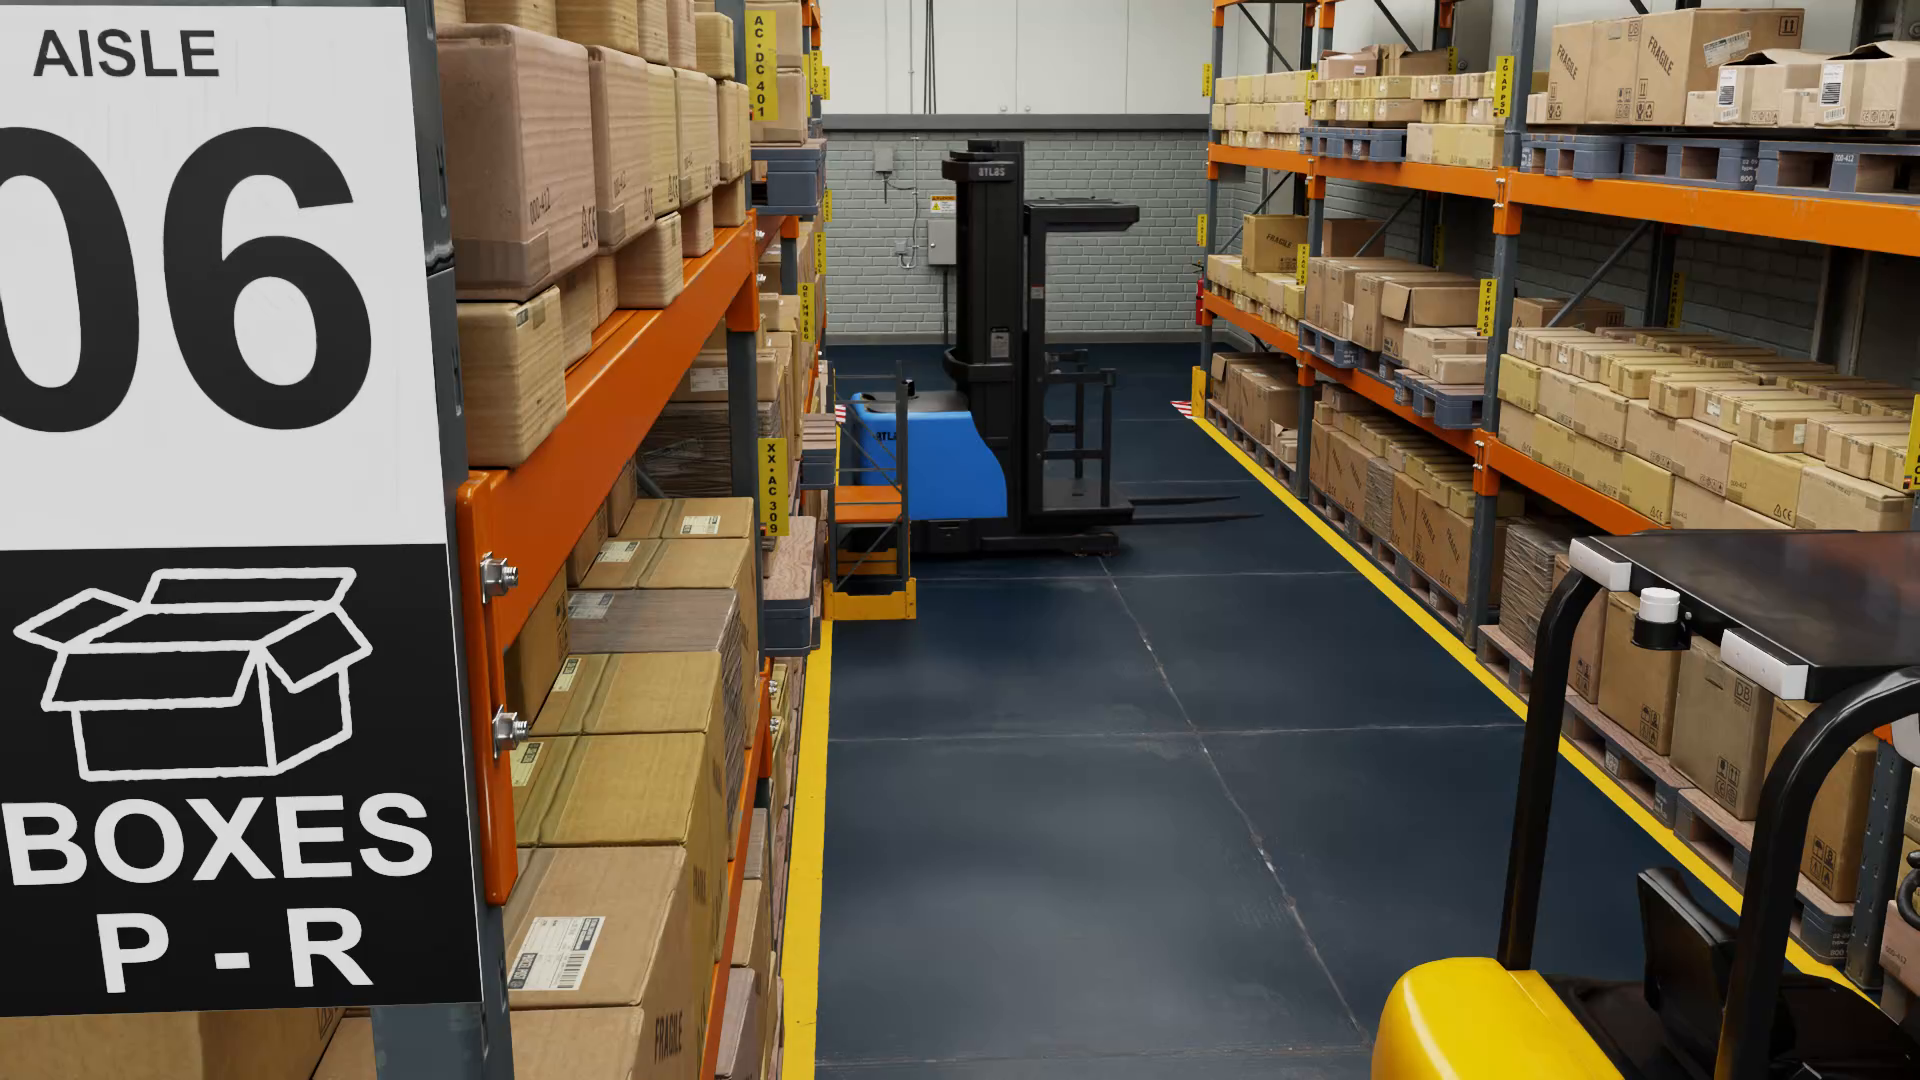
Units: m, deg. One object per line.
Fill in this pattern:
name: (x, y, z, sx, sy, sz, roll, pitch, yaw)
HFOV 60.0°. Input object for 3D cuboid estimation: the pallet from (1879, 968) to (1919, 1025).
pallet: (3.808, 1.730, 5.380, 1.003, 0.211, 1.213, -1, 14, -3)

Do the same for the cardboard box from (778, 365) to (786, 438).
cardboard box: (-0.928, -0.383, 6.355, 0.500, 0.500, 0.500, -1, 14, -3)

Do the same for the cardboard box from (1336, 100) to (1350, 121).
cardboard box: (2.952, -3.121, 12.076, 0.380, 0.149, 0.250, -1, 14, -3)

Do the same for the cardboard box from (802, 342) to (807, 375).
cardboard box: (-1.217, -1.164, 10.330, 0.500, 0.250, 0.500, -1, 14, -2)

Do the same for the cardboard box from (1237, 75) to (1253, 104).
cardboard box: (2.891, -4.204, 15.527, 0.500, 0.250, 0.500, -1, 14, -4)

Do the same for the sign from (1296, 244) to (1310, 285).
sign: (2.764, -2.218, 13.389, 0.100, 0.325, 0.005, -1, 14, -3)

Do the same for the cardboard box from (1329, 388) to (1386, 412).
cardboard box: (3.125, -1.103, 13.067, 0.380, 0.149, 0.250, -2, 15, -6)

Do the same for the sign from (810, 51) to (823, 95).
sign: (-1.108, -3.598, 12.800, 0.100, 0.325, 0.005, -1, 14, -3)

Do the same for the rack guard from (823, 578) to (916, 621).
rack guard: (-0.574, 0.377, 10.560, 0.587, 0.250, 0.087, -1, 14, -4)

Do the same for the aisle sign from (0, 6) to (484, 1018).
aisle sign: (-0.593, 0.005, 1.271, 0.394, 0.787, 0.004, -1, 14, -3)

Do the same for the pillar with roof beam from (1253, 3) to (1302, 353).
pillar with roof beam: (-0.507, -6.327, 19.058, 9.100, 9.000, 0.400, -1, 14, -3)

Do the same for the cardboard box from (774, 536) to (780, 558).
cardboard box: (-0.879, -0.028, 6.277, 0.380, 0.149, 0.250, -1, 14, -2)

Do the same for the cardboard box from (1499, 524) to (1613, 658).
cardboard box: (3.578, 0.288, 9.310, 0.875, 0.625, 0.625, 0, 14, -2)

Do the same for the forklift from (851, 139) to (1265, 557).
forklift: (0.723, -1.425, 12.183, 3.031, 2.935, 1.130, -2, 15, -7)

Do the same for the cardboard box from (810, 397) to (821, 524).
cardboard box: (-1.467, -0.528, 11.981, 0.875, 0.875, 0.875, 0, 14, -2)

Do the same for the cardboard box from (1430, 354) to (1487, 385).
cardboard box: (3.129, -1.053, 10.261, 0.380, 0.149, 0.250, -1, 14, -2)

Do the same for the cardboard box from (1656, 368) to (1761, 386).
cardboard box: (3.481, -0.709, 7.759, 0.380, 0.149, 0.250, -1, 14, -3)

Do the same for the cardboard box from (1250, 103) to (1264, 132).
cardboard box: (2.938, -3.831, 15.082, 0.500, 0.250, 0.500, -1, 14, -4)

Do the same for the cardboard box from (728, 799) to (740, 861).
cardboard box: (-0.763, 0.708, 4.260, 0.380, 0.149, 0.250, -1, 14, -4)

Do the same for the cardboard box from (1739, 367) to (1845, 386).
cardboard box: (3.889, -0.717, 7.792, 0.380, 0.149, 0.250, 0, 14, -2)

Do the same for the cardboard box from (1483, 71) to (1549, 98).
cardboard box: (3.236, -2.612, 9.543, 0.380, 0.149, 0.250, 0, 14, -2)

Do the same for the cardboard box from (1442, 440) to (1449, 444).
cardboard box: (3.738, -0.707, 12.128, 0.380, 0.149, 0.250, -1, 14, -3)

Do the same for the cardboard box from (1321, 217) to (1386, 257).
cardboard box: (3.478, -2.618, 14.880, 0.500, 0.500, 0.500, -1, 14, -5)

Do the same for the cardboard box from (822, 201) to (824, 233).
cardboard box: (-1.568, -3.013, 16.010, 0.500, 0.500, 0.500, -1, 14, -3)

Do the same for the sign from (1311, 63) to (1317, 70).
sign: (3.612, -4.689, 16.933, 0.100, 0.325, 0.005, -1, 14, -3)

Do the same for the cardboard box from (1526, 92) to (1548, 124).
cardboard box: (3.271, -2.314, 8.906, 0.380, 0.166, 0.250, -1, 14, -4)

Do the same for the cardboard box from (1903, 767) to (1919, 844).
cardboard box: (3.517, 0.950, 5.483, 0.500, 0.250, 0.500, -1, 14, -4)

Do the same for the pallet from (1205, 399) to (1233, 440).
pallet: (3.112, -1.236, 16.907, 1.003, 0.211, 1.213, -1, 14, -3)

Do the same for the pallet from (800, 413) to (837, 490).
pallet: (-1.251, -0.468, 8.710, 1.213, 0.211, 1.003, -1, 14, -3)

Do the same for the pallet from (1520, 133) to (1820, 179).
pallet: (3.684, -2.008, 8.670, 1.213, 0.211, 1.003, 0, 14, -1)

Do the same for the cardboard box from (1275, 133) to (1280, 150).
cardboard box: (2.970, -3.481, 14.519, 0.380, 0.149, 0.250, 0, 14, -2)

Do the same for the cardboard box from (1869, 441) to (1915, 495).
cardboard box: (3.558, -0.263, 6.028, 0.380, 0.149, 0.250, 0, 14, -2)

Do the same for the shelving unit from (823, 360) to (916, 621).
shelving unit: (-0.608, -0.352, 10.886, 0.587, 1.500, 1.083, -1, 14, -4)

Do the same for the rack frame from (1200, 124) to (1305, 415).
rack frame: (3.057, -2.804, 17.403, 1.000, 3.000, 0.127, -1, 14, -3)

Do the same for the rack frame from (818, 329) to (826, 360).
rack frame: (-1.897, -2.726, 17.102, 1.000, 3.000, 0.127, -1, 14, -3)

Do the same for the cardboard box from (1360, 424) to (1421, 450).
cardboard box: (3.192, -0.760, 12.334, 0.380, 0.149, 0.250, -1, 14, -4)

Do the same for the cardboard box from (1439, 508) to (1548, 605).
cardboard box: (3.312, 0.091, 10.325, 0.500, 0.500, 0.500, 0, 14, -2)

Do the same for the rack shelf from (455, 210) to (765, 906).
rack shelf: (-1.030, -0.349, 3.285, 1.077, 0.370, 4.000, -1, 14, -3)

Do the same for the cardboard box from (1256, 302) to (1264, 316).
cardboard box: (2.955, -2.147, 15.354, 0.380, 0.149, 0.250, -1, 14, -4)

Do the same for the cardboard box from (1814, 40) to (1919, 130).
cardboard box: (3.512, -1.657, 6.062, 0.500, 0.311, 0.500, -1, 14, -5)

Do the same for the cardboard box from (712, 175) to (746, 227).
cardboard box: (-0.829, -0.999, 4.873, 0.380, 0.149, 0.250, -1, 14, -3)

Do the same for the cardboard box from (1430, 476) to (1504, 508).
cardboard box: (3.221, -0.307, 10.573, 0.380, 0.149, 0.250, -2, 15, -6)

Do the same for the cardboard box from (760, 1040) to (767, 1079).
cardboard box: (-0.806, 1.662, 4.723, 0.500, 0.250, 0.500, -1, 14, -5)

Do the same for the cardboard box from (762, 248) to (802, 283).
cardboard box: (-1.228, -1.519, 10.202, 0.500, 0.500, 0.500, -1, 14, -3)

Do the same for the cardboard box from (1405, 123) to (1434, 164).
cardboard box: (3.215, -2.567, 10.766, 0.500, 0.250, 0.500, -1, 14, -3)

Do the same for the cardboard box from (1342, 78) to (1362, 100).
cardboard box: (2.989, -3.262, 12.029, 0.380, 0.149, 0.250, -1, 14, -4)

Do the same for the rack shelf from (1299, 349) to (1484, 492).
rack shelf: (3.429, -0.963, 11.693, 1.077, 0.370, 4.000, -1, 14, -3)

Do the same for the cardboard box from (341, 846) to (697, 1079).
cardboard box: (-0.694, 0.810, 2.562, 0.500, 0.500, 0.500, 0, 14, -2)

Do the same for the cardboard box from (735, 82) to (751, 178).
cardboard box: (-0.857, -1.160, 4.698, 0.500, 0.250, 0.500, -1, 14, -4)

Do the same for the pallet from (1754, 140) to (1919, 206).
pallet: (3.733, -1.398, 6.306, 0.805, 0.209, 1.217, -1, 15, -6)

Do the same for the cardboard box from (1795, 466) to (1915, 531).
cardboard box: (3.515, -0.107, 6.220, 0.500, 0.250, 0.500, -1, 14, -5)

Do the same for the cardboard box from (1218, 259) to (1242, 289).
cardboard box: (2.848, -2.633, 16.443, 0.500, 0.250, 0.500, -1, 14, -3)

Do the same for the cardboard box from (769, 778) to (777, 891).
cardboard box: (-1.189, 1.197, 6.285, 0.950, 0.372, 0.625, -1, 14, -3)

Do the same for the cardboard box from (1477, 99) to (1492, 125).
cardboard box: (3.294, -2.536, 9.846, 0.380, 0.149, 0.250, -1, 14, -5)
